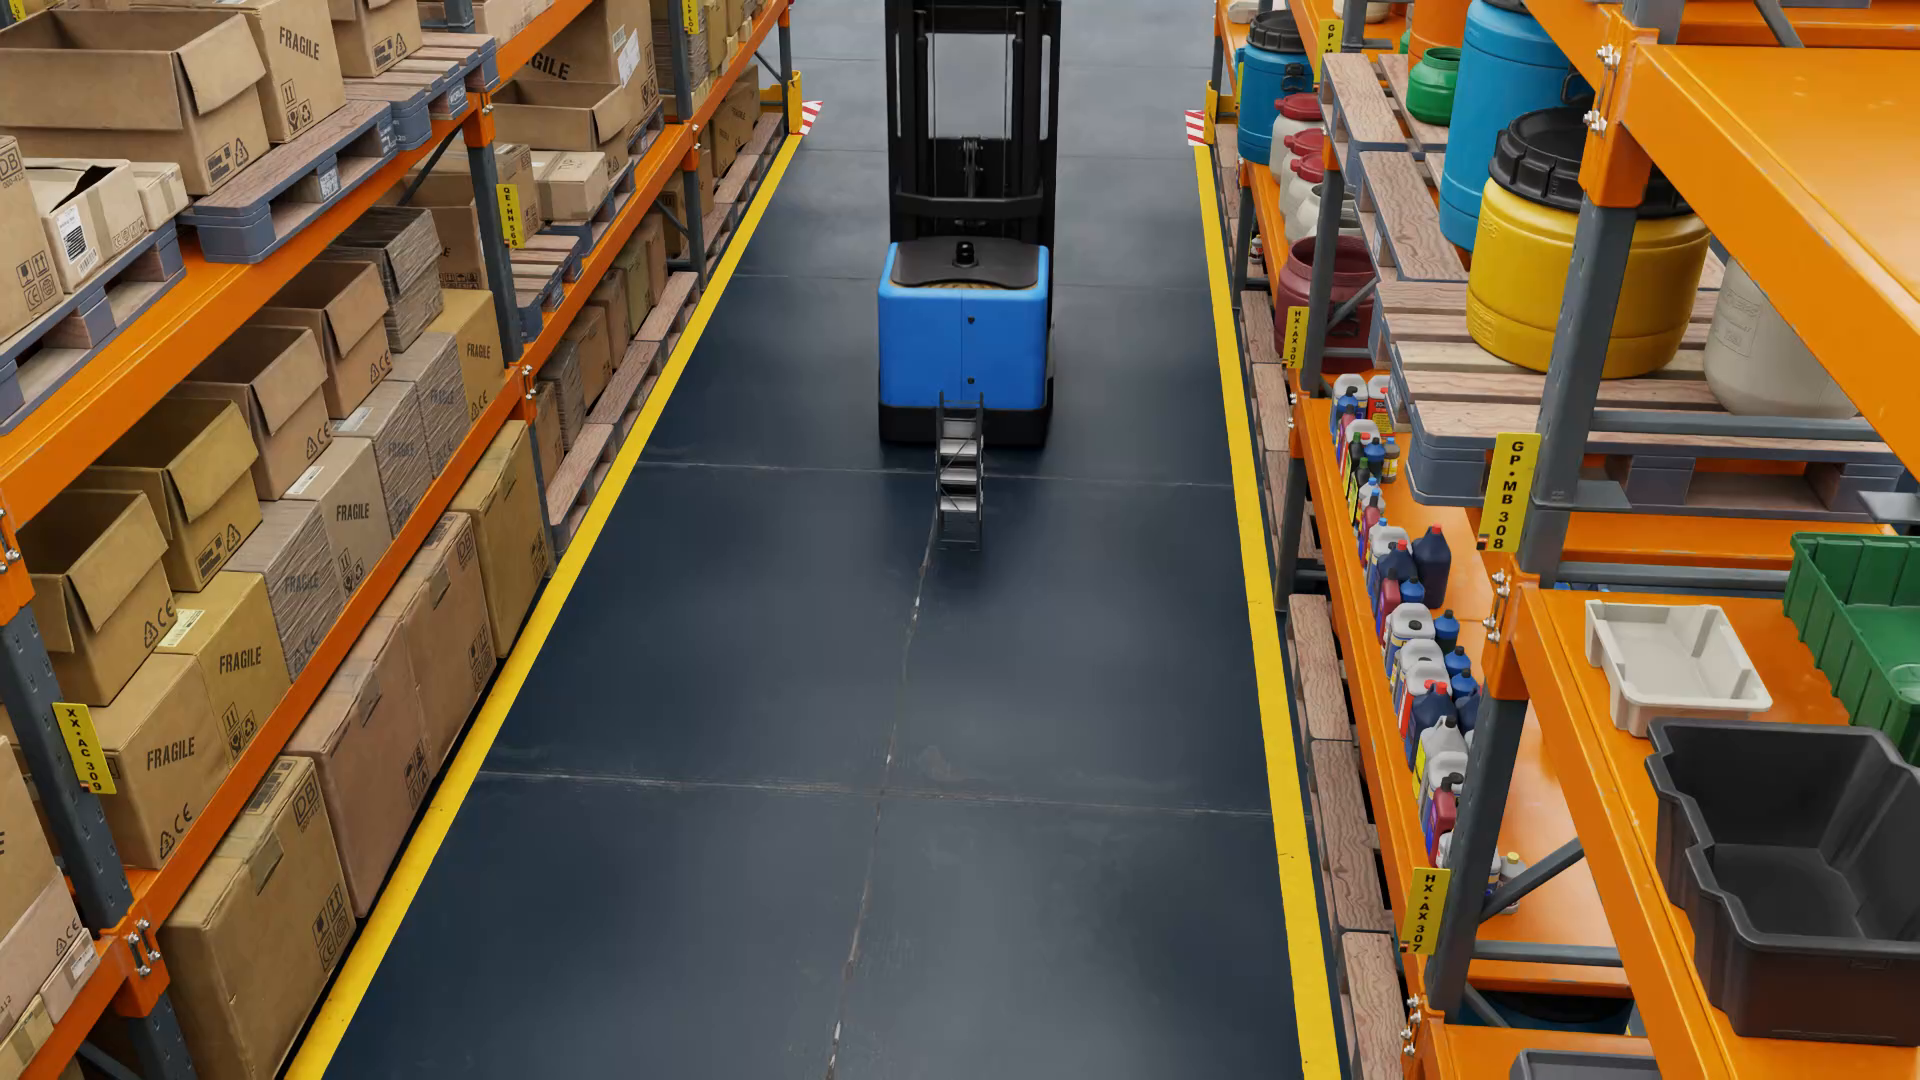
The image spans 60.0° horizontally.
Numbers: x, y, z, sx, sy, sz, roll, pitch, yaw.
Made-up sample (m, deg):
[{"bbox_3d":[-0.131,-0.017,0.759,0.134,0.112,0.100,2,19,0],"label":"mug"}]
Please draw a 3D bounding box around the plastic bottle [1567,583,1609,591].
[{"bbox_3d":[2.405,0.198,6.396,0.144,0.351,0.185,2,32,4],"label":"plastic bottle"}]

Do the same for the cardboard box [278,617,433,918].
[{"bbox_3d":[-2.972,0.905,6.828,1.225,0.875,0.875,1,32,2],"label":"cardboard box"}]

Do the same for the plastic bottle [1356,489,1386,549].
[{"bbox_3d":[1.717,-0.088,6.937,0.097,0.271,0.097,0,32,0],"label":"plastic bottle"}]

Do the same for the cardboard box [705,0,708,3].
[{"bbox_3d":[-2.095,-4.282,12.288,0.500,0.500,0.500,2,32,4],"label":"cardboard box"}]

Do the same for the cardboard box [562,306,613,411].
[{"bbox_3d":[-2.644,-1.171,10.535,0.700,0.500,0.500,5,32,8],"label":"cardboard box"}]

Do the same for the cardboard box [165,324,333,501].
[{"bbox_3d":[-2.930,-0.506,6.441,0.797,0.503,0.637,3,32,6],"label":"cardboard box"}]

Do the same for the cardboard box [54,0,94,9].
[{"bbox_3d":[-7.319,-4.012,13.038,0.875,0.550,0.550,2,32,4],"label":"cardboard box"}]

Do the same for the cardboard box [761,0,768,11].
[{"bbox_3d":[-1.906,-4.764,14.642,0.380,0.149,0.250,2,32,4],"label":"cardboard box"}]

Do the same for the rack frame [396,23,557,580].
[{"bbox_3d":[-2.750,-1.110,8.472,1.000,3.000,0.127,2,32,4],"label":"rack frame"}]

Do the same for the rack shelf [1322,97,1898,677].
[{"bbox_3d":[2.024,-0.823,5.833,1.077,0.370,4.000,2,32,4],"label":"rack shelf"}]

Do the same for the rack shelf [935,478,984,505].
[{"bbox_3d":[-0.001,-0.274,9.352,0.258,0.077,0.200,2,32,4],"label":"rack shelf"}]

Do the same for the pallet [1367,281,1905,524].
[{"bbox_3d":[1.827,-0.417,4.669,1.213,0.211,1.003,2,32,4],"label":"pallet"}]

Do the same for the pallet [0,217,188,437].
[{"bbox_3d":[-3.050,-0.695,5.122,0.805,0.209,1.217,1,32,2],"label":"pallet"}]

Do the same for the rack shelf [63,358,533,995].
[{"bbox_3d":[-2.913,0.243,6.963,1.077,0.370,4.000,2,32,4],"label":"rack shelf"}]

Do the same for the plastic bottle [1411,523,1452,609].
[{"bbox_3d":[1.862,0.080,6.588,0.144,0.351,0.185,2,32,4],"label":"plastic bottle"}]

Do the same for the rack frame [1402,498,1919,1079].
[{"bbox_3d":[1.861,1.194,4.734,1.000,3.000,0.127,2,32,4],"label":"rack frame"}]

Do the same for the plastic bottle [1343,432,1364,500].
[{"bbox_3d":[1.735,-0.326,7.311,0.061,0.283,0.133,2,32,4],"label":"plastic bottle"}]

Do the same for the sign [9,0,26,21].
[{"bbox_3d":[-6.818,-3.907,11.983,0.100,0.325,0.005,2,32,4],"label":"sign"}]

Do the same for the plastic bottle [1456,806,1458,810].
[{"bbox_3d":[1.624,0.929,5.353,0.097,0.201,0.097,0,32,0],"label":"plastic bottle"}]

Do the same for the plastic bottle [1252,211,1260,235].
[{"bbox_3d":[2.277,-2.398,12.668,0.144,0.351,0.185,2,32,3],"label":"plastic bottle"}]

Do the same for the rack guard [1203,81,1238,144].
[{"bbox_3d":[2.879,-3.975,15.504,1.175,0.500,0.348,2,32,4],"label":"rack guard"}]

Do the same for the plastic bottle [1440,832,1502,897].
[{"bbox_3d":[1.571,1.027,5.124,0.152,0.276,0.135,2,32,4],"label":"plastic bottle"}]

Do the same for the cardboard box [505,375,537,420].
[{"bbox_3d":[-2.725,-0.904,9.386,0.500,0.250,0.500,4,32,6],"label":"cardboard box"}]

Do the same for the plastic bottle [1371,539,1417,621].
[{"bbox_3d":[1.699,0.144,6.484,0.144,0.351,0.185,2,32,4],"label":"plastic bottle"}]

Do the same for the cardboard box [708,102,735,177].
[{"bbox_3d":[-2.251,-3.441,14.237,0.500,0.500,0.500,5,32,9],"label":"cardboard box"}]

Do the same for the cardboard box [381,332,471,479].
[{"bbox_3d":[-2.590,-0.623,7.587,0.500,0.500,0.500,2,32,4],"label":"cardboard box"}]

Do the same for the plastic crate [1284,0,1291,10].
[{"bbox_3d":[3.095,-4.743,14.510,0.499,0.251,0.616,2,32,4],"label":"plastic crate"}]

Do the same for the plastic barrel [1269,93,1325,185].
[{"bbox_3d":[2.216,-2.557,10.690,0.433,0.535,0.433,0,32,0],"label":"plastic barrel"}]

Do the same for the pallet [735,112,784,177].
[{"bbox_3d":[-2.206,-3.643,15.240,1.003,0.211,1.213,2,32,4],"label":"pallet"}]

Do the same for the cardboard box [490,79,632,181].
[{"bbox_3d":[-2.473,-2.513,10.251,0.797,0.503,0.637,6,32,9],"label":"cardboard box"}]

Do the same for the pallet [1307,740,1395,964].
[{"bbox_3d":[2.062,1.339,7.156,1.003,0.211,1.213,2,32,4],"label":"pallet"}]

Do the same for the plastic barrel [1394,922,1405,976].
[{"bbox_3d":[1.980,1.254,6.236,0.600,0.901,0.708,2,32,4],"label":"plastic barrel"}]

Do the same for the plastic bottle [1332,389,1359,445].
[{"bbox_3d":[1.792,-0.571,7.721,0.097,0.271,0.097,0,32,0],"label":"plastic bottle"}]

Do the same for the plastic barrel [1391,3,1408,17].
[{"bbox_3d":[2.523,-3.120,8.465,0.600,0.830,0.708,2,32,4],"label":"plastic barrel"}]

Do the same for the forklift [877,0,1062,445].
[{"bbox_3d":[0.095,-2.586,10.933,1.130,2.935,3.031,2,32,3],"label":"forklift"}]

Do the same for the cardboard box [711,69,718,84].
[{"bbox_3d":[-2.070,-3.587,12.731,0.380,0.149,0.250,2,32,4],"label":"cardboard box"}]

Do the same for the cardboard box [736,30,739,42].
[{"bbox_3d":[-2.023,-4.111,13.582,0.380,0.149,0.250,2,32,4],"label":"cardboard box"}]

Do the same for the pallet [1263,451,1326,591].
[{"bbox_3d":[2.288,-0.114,9.515,1.003,0.211,1.213,2,32,4],"label":"pallet"}]

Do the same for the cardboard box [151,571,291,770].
[{"bbox_3d":[-2.749,0.447,5.851,0.500,0.500,0.500,3,32,4],"label":"cardboard box"}]

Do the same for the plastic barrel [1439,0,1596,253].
[{"bbox_3d":[1.847,-1.375,5.164,0.600,0.901,0.708,2,32,4],"label":"plastic barrel"}]

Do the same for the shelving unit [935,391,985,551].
[{"bbox_3d":[-0.001,-0.379,9.287,0.258,0.900,0.210,2,32,4],"label":"shelving unit"}]

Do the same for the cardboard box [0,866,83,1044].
[{"bbox_3d":[-2.850,1.161,4.646,0.500,0.250,0.500,2,32,3],"label":"cardboard box"}]

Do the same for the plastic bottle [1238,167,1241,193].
[{"bbox_3d":[2.352,-2.993,13.709,0.097,0.271,0.097,0,32,0],"label":"plastic bottle"}]

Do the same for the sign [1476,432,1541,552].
[{"bbox_3d":[1.313,-0.112,3.985,0.100,0.325,0.005,2,32,4],"label":"sign"}]

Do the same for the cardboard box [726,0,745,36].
[{"bbox_3d":[-2.228,-4.388,13.413,0.875,0.500,0.500,2,32,4],"label":"cardboard box"}]

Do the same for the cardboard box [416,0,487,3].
[{"bbox_3d":[-2.455,-2.877,7.908,0.500,0.500,0.500,3,32,4],"label":"cardboard box"}]

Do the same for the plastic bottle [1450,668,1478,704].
[{"bbox_3d":[1.767,0.569,5.870,0.097,0.271,0.097,0,32,0],"label":"plastic bottle"}]

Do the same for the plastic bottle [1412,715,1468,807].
[{"bbox_3d":[1.610,0.720,5.550,0.144,0.351,0.185,2,32,4],"label":"plastic bottle"}]

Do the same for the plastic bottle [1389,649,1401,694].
[{"bbox_3d":[1.635,0.471,6.096,0.097,0.201,0.097,0,32,0],"label":"plastic bottle"}]

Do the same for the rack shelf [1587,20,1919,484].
[{"bbox_3d":[1.698,0.162,1.757,1.077,0.370,4.000,2,32,4],"label":"rack shelf"}]

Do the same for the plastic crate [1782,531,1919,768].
[{"bbox_3d":[2.128,0.241,3.623,0.450,0.188,0.662,2,32,4],"label":"plastic crate"}]

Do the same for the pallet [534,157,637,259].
[{"bbox_3d":[-2.630,-2.065,10.204,1.003,0.211,1.213,2,32,4],"label":"pallet"}]

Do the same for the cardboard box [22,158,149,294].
[{"bbox_3d":[-2.897,-1.006,5.128,0.500,0.311,0.500,1,32,2],"label":"cardboard box"}]

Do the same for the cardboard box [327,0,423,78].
[{"bbox_3d":[-2.728,-2.287,7.025,0.797,0.503,0.637,4,32,7],"label":"cardboard box"}]

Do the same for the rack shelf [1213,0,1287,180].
[{"bbox_3d":[2.675,-3.729,13.408,1.077,0.370,4.000,2,32,4],"label":"rack shelf"}]

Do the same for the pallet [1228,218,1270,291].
[{"bbox_3d":[2.608,-2.152,12.821,1.003,0.211,1.213,2,32,4],"label":"pallet"}]

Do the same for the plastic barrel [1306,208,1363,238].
[{"bbox_3d":[2.057,-1.493,8.987,0.421,0.512,0.421,0,32,0],"label":"plastic barrel"}]

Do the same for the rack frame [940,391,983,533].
[{"bbox_3d":[0.008,-0.432,9.374,0.240,0.900,0.006,2,32,4],"label":"rack frame"}]
